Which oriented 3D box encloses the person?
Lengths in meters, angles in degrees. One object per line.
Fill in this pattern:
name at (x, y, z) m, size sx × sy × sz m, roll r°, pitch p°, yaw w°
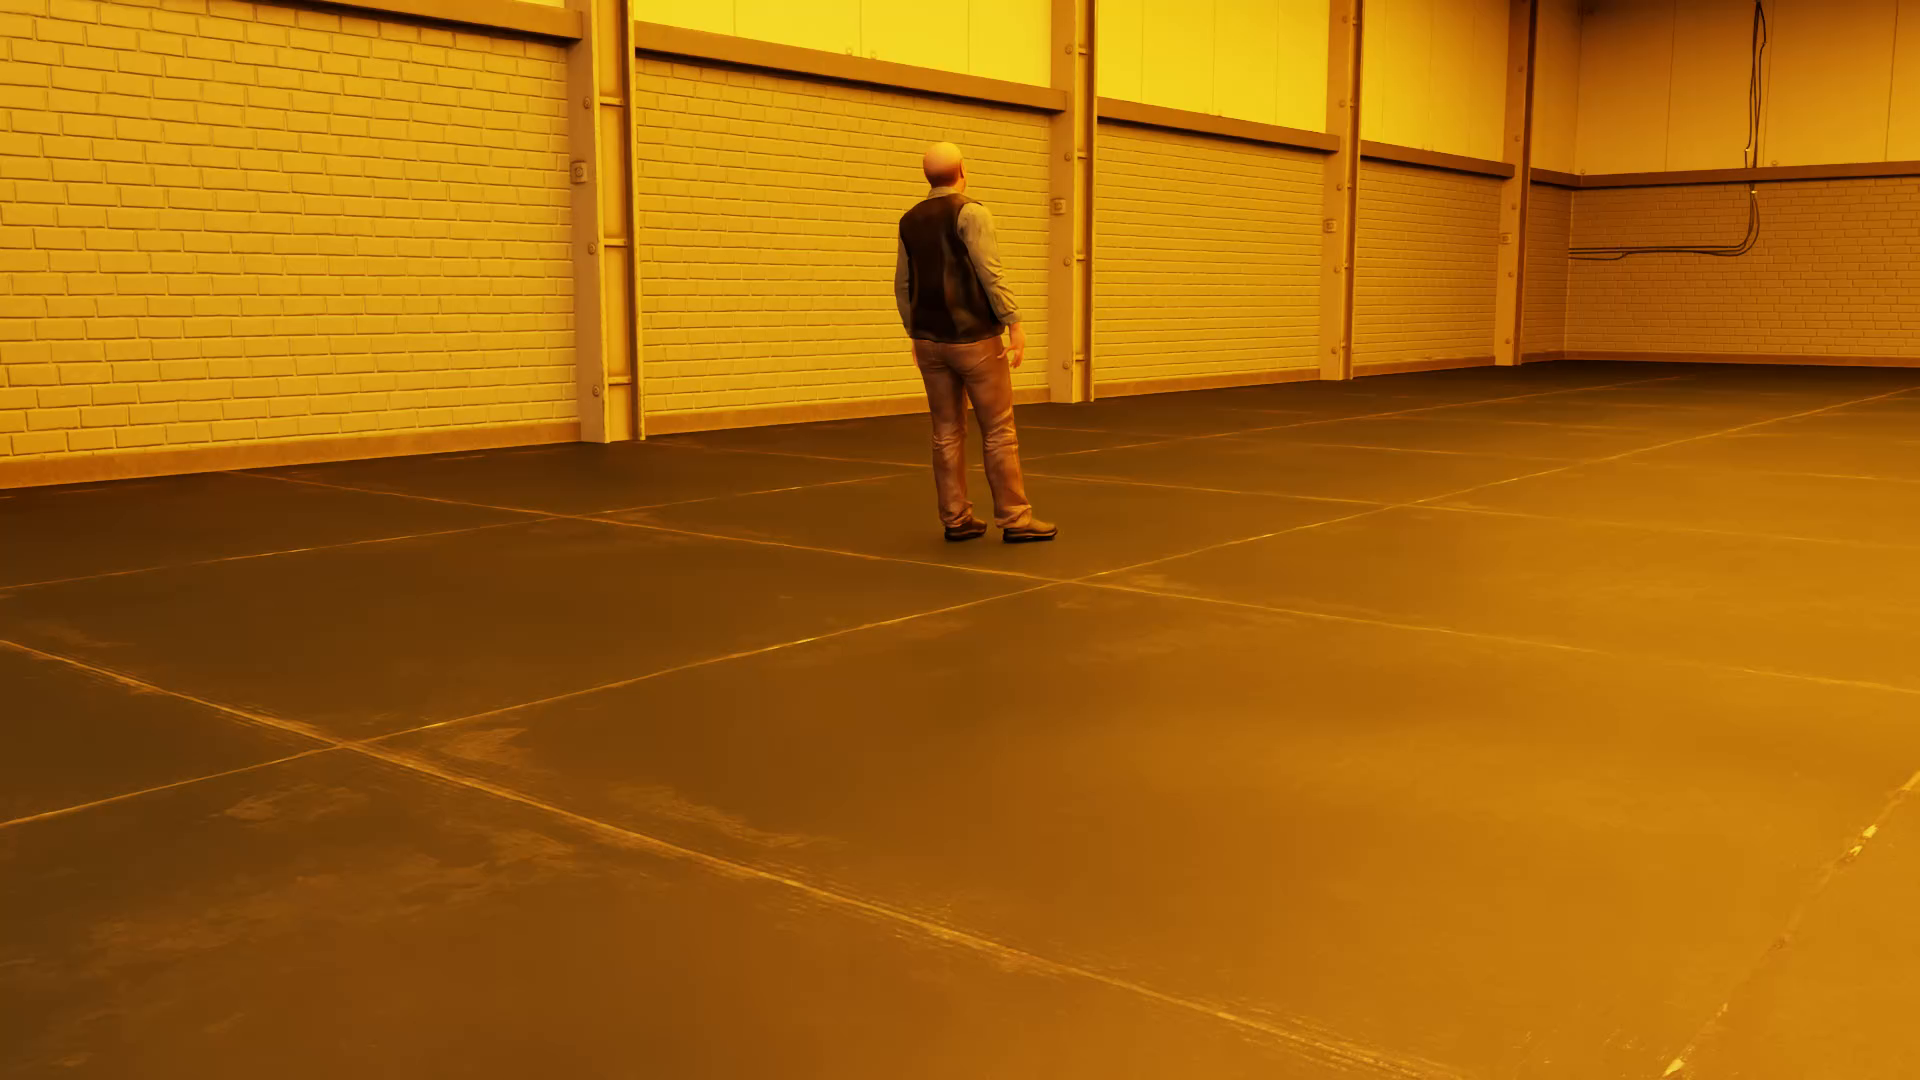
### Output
person at (0.045, -0.865, 7.322) m, size 0.632 × 1.720 × 0.568 m, roll 7°, pitch 11°, yaw 38°
